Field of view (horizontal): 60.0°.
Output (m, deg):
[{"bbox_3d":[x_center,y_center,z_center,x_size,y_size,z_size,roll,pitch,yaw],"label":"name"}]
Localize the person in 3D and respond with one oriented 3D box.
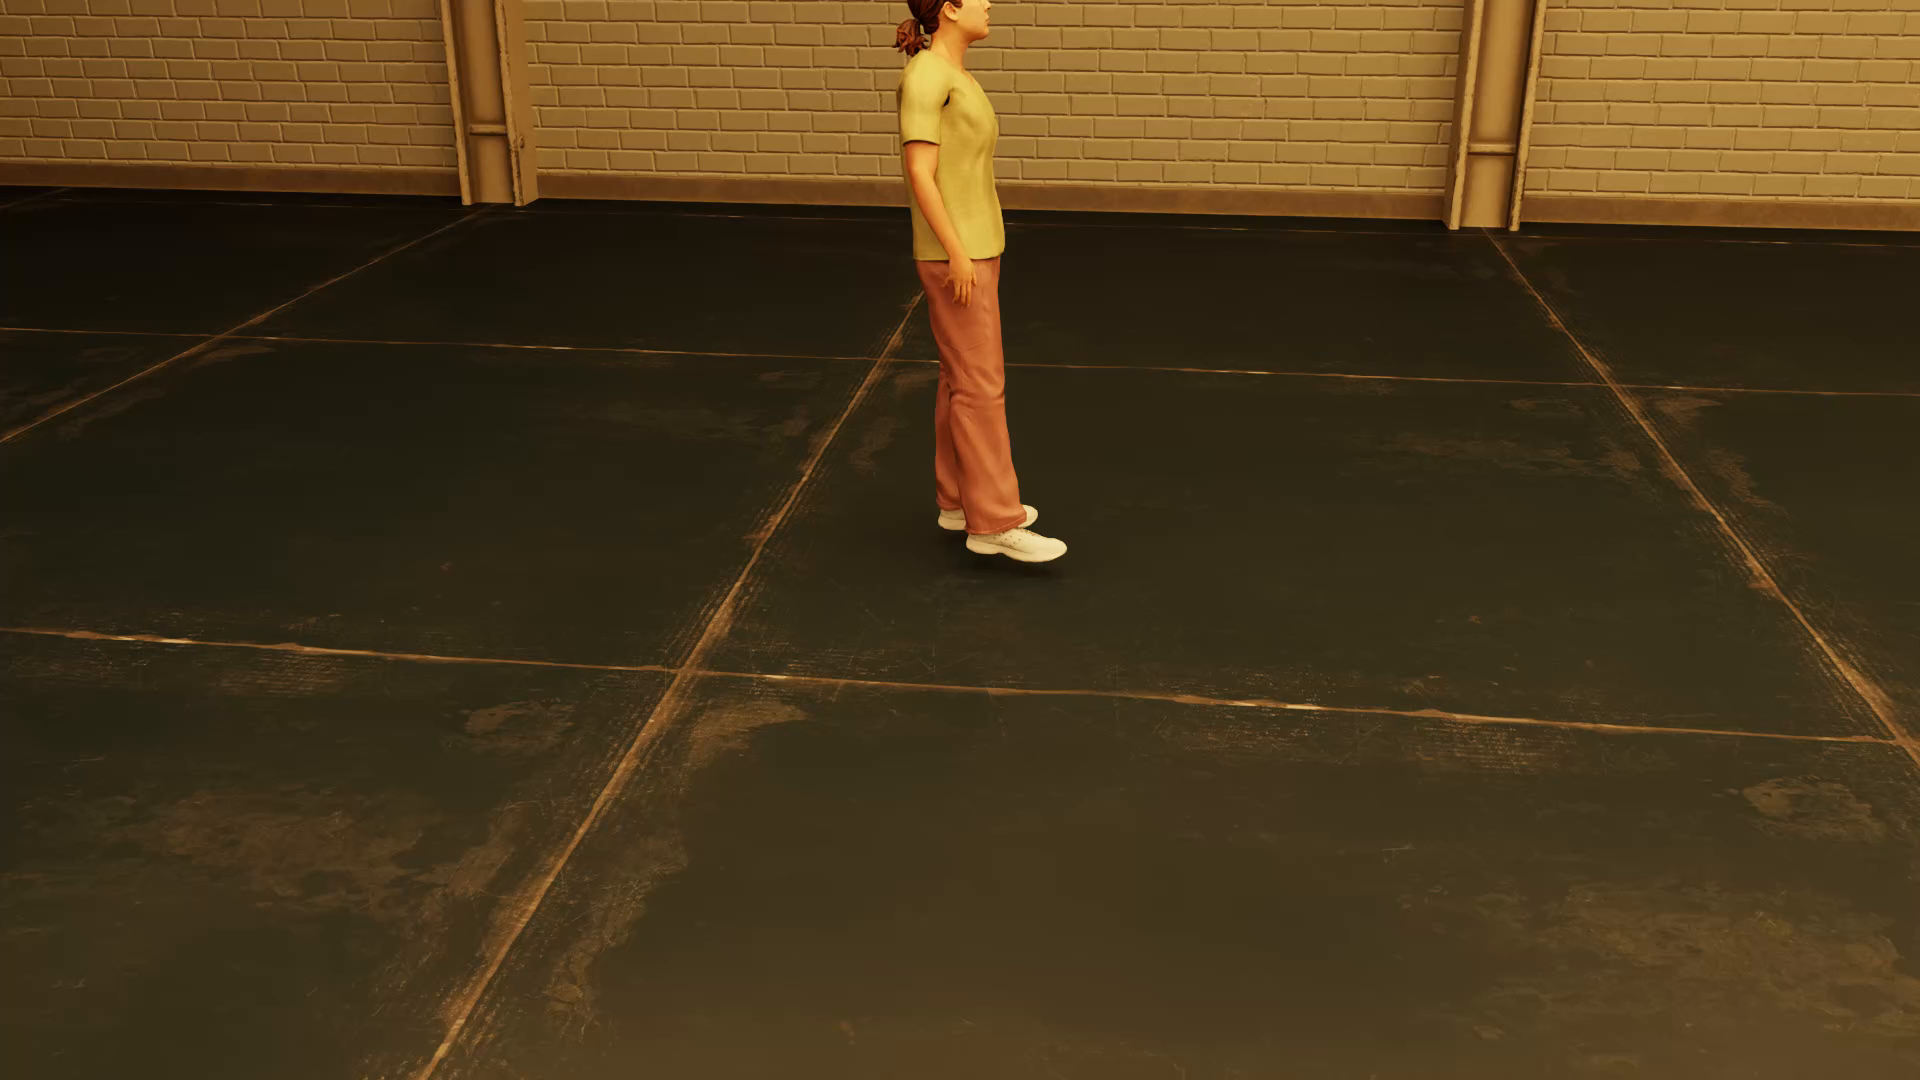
[{"bbox_3d":[0.071,-0.809,4.830,0.548,1.664,0.554,3,22,7],"label":"person"}]
